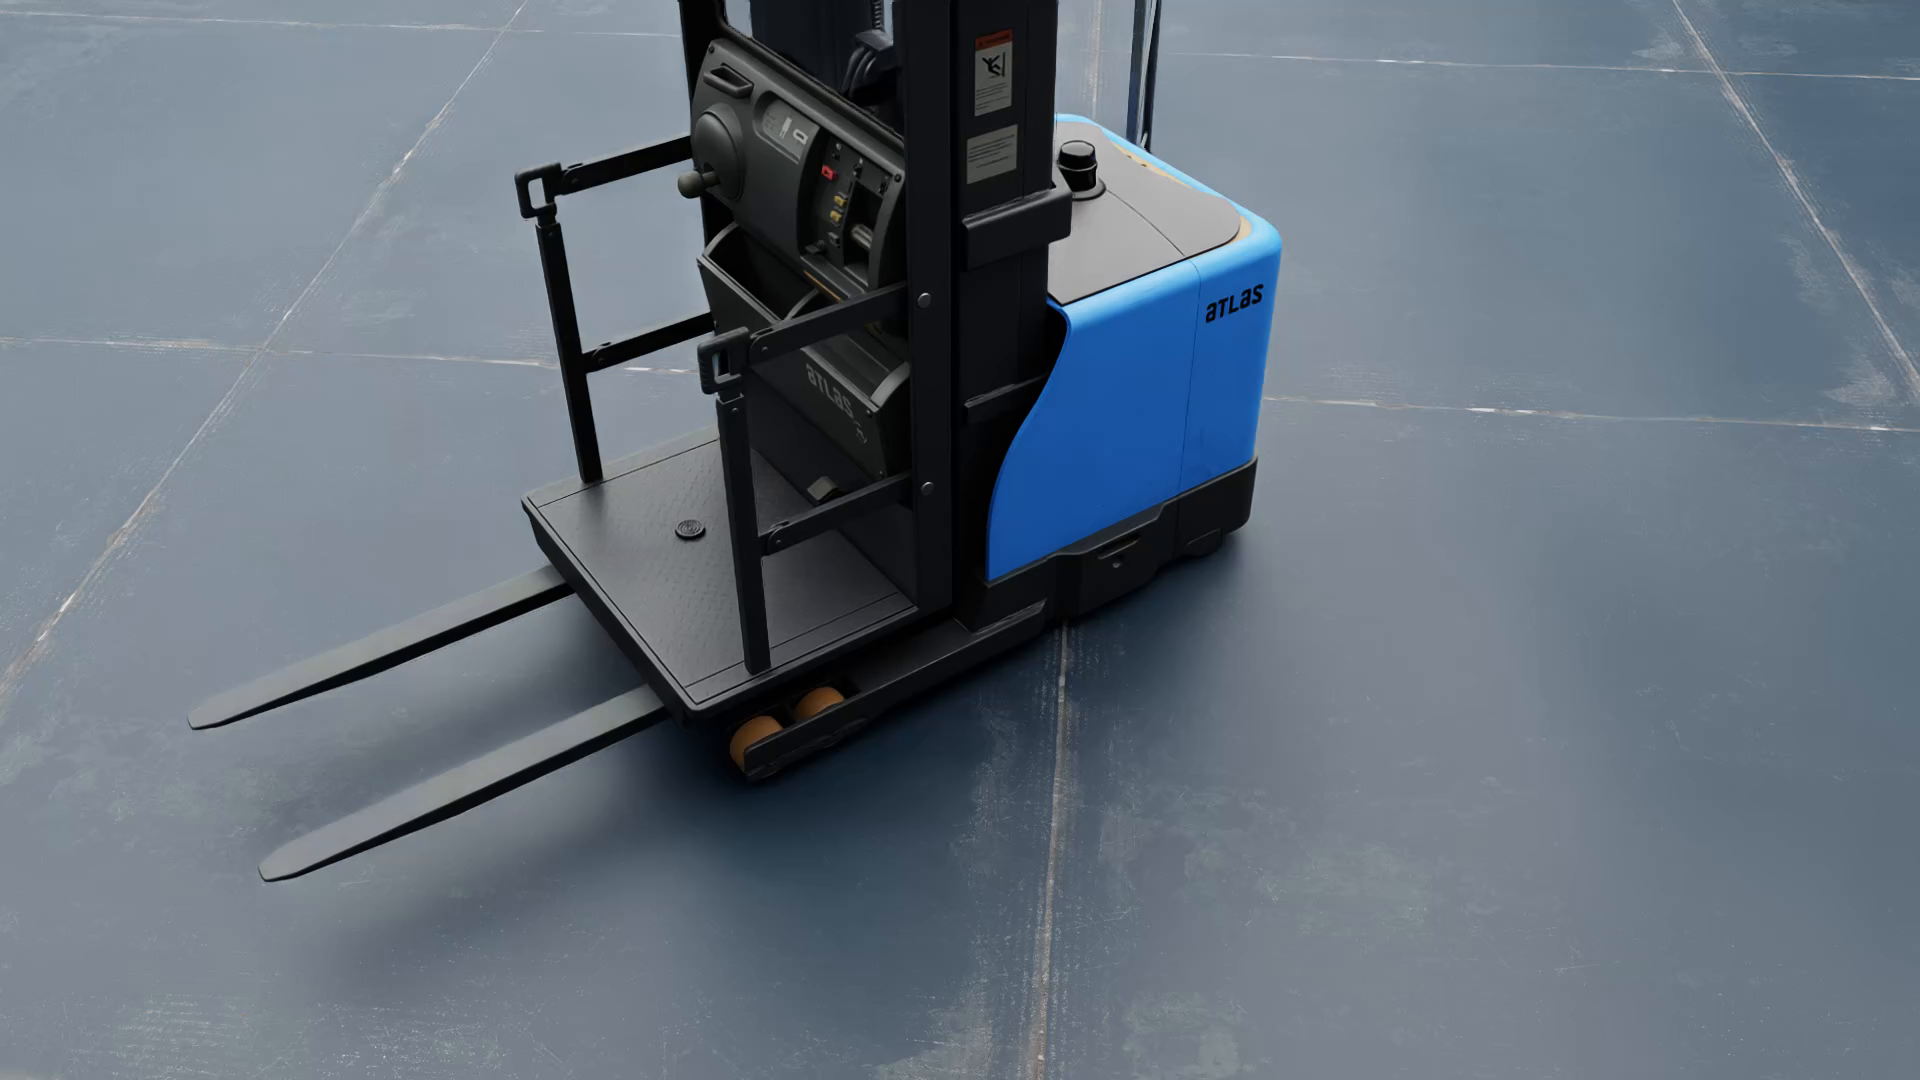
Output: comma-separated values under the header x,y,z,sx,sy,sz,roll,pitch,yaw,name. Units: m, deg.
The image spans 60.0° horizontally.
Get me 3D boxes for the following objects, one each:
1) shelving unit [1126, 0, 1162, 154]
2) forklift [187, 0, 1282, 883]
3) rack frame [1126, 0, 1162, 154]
x,y,z,sx,sy,sz,roll,pitch,yaw,name
0.104,-1.345,5.714,1.048,1.500,0.538,8,40,10,shelving unit
-0.585,-0.880,4.009,3.031,2.935,1.130,-24,45,-26,forklift
0.600,-1.273,5.626,0.032,1.500,0.500,8,40,10,rack frame
